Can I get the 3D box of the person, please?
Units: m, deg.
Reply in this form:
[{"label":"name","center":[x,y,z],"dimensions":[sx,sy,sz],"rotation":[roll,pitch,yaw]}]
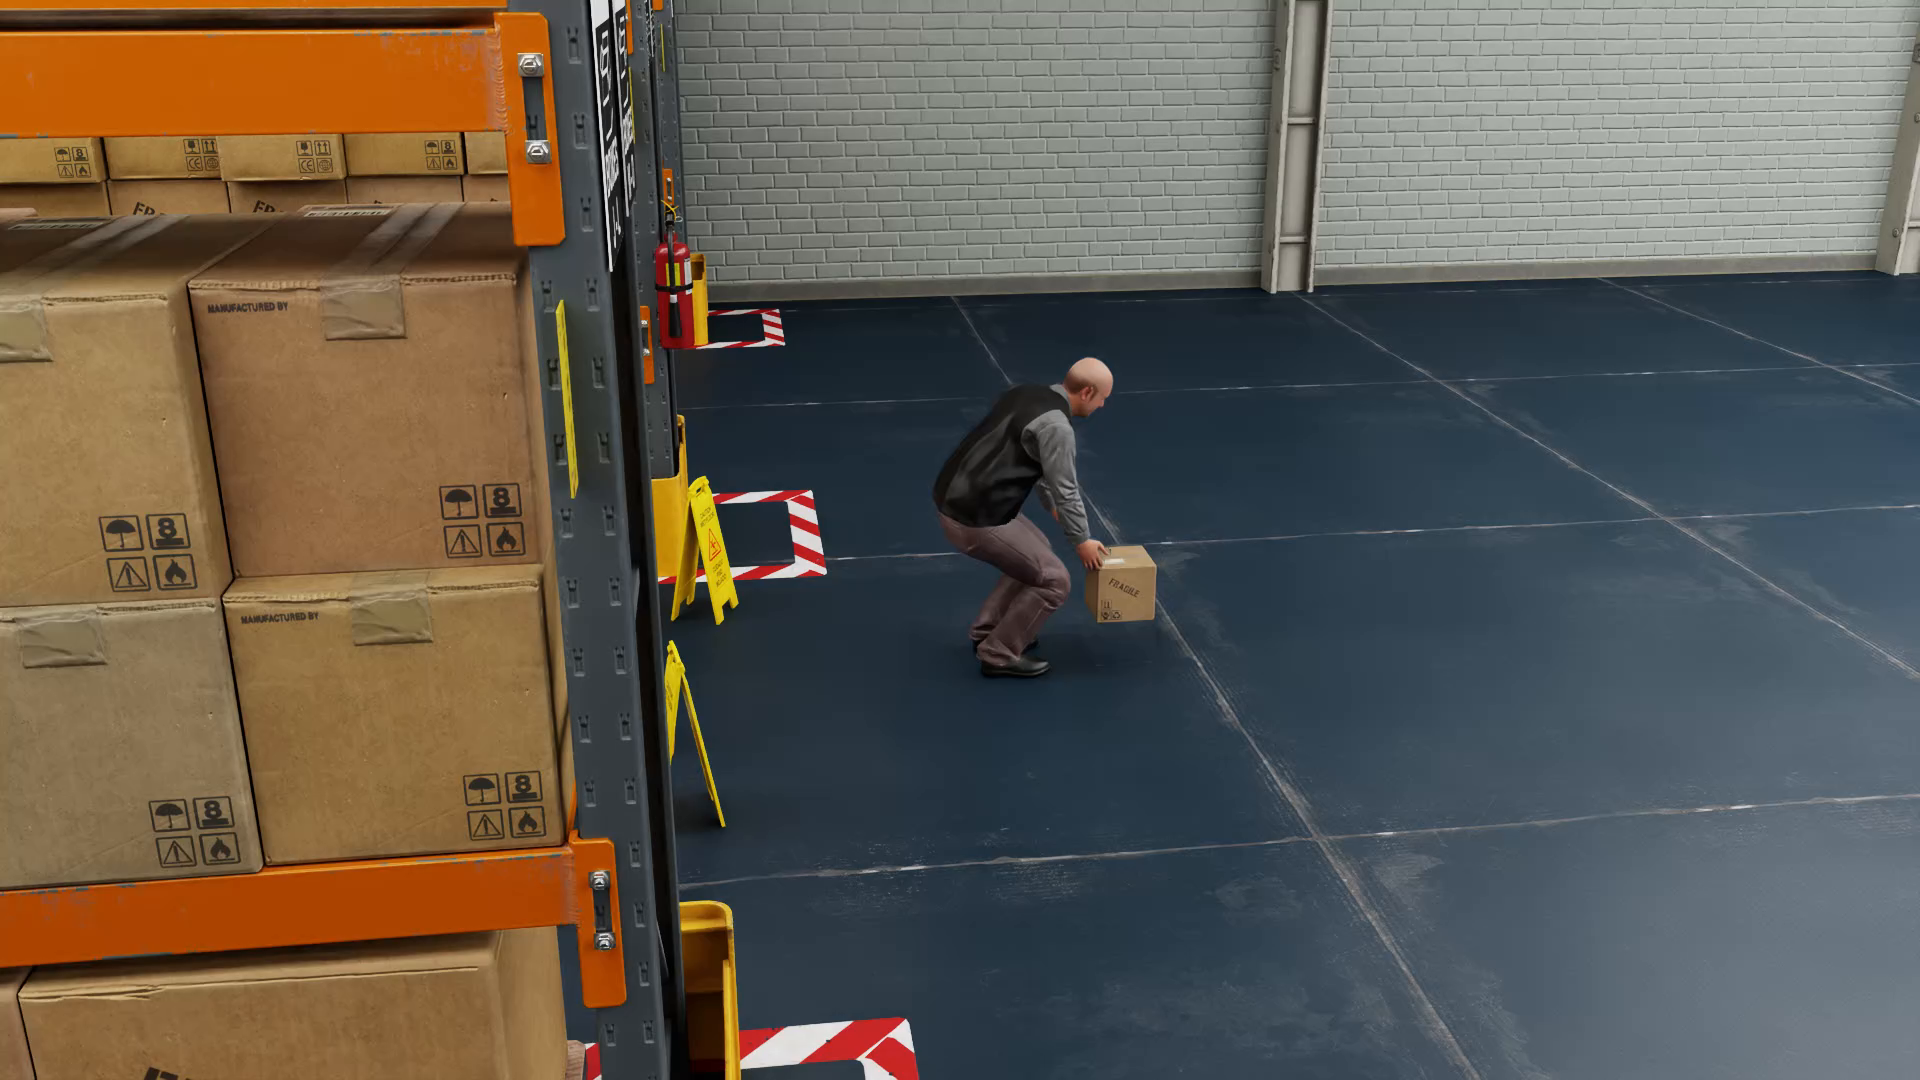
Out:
[{"label":"person","center":[0.261,-0.114,7.025],"dimensions":[0.754,1.318,0.590],"rotation":[-3,20,-8]}]
